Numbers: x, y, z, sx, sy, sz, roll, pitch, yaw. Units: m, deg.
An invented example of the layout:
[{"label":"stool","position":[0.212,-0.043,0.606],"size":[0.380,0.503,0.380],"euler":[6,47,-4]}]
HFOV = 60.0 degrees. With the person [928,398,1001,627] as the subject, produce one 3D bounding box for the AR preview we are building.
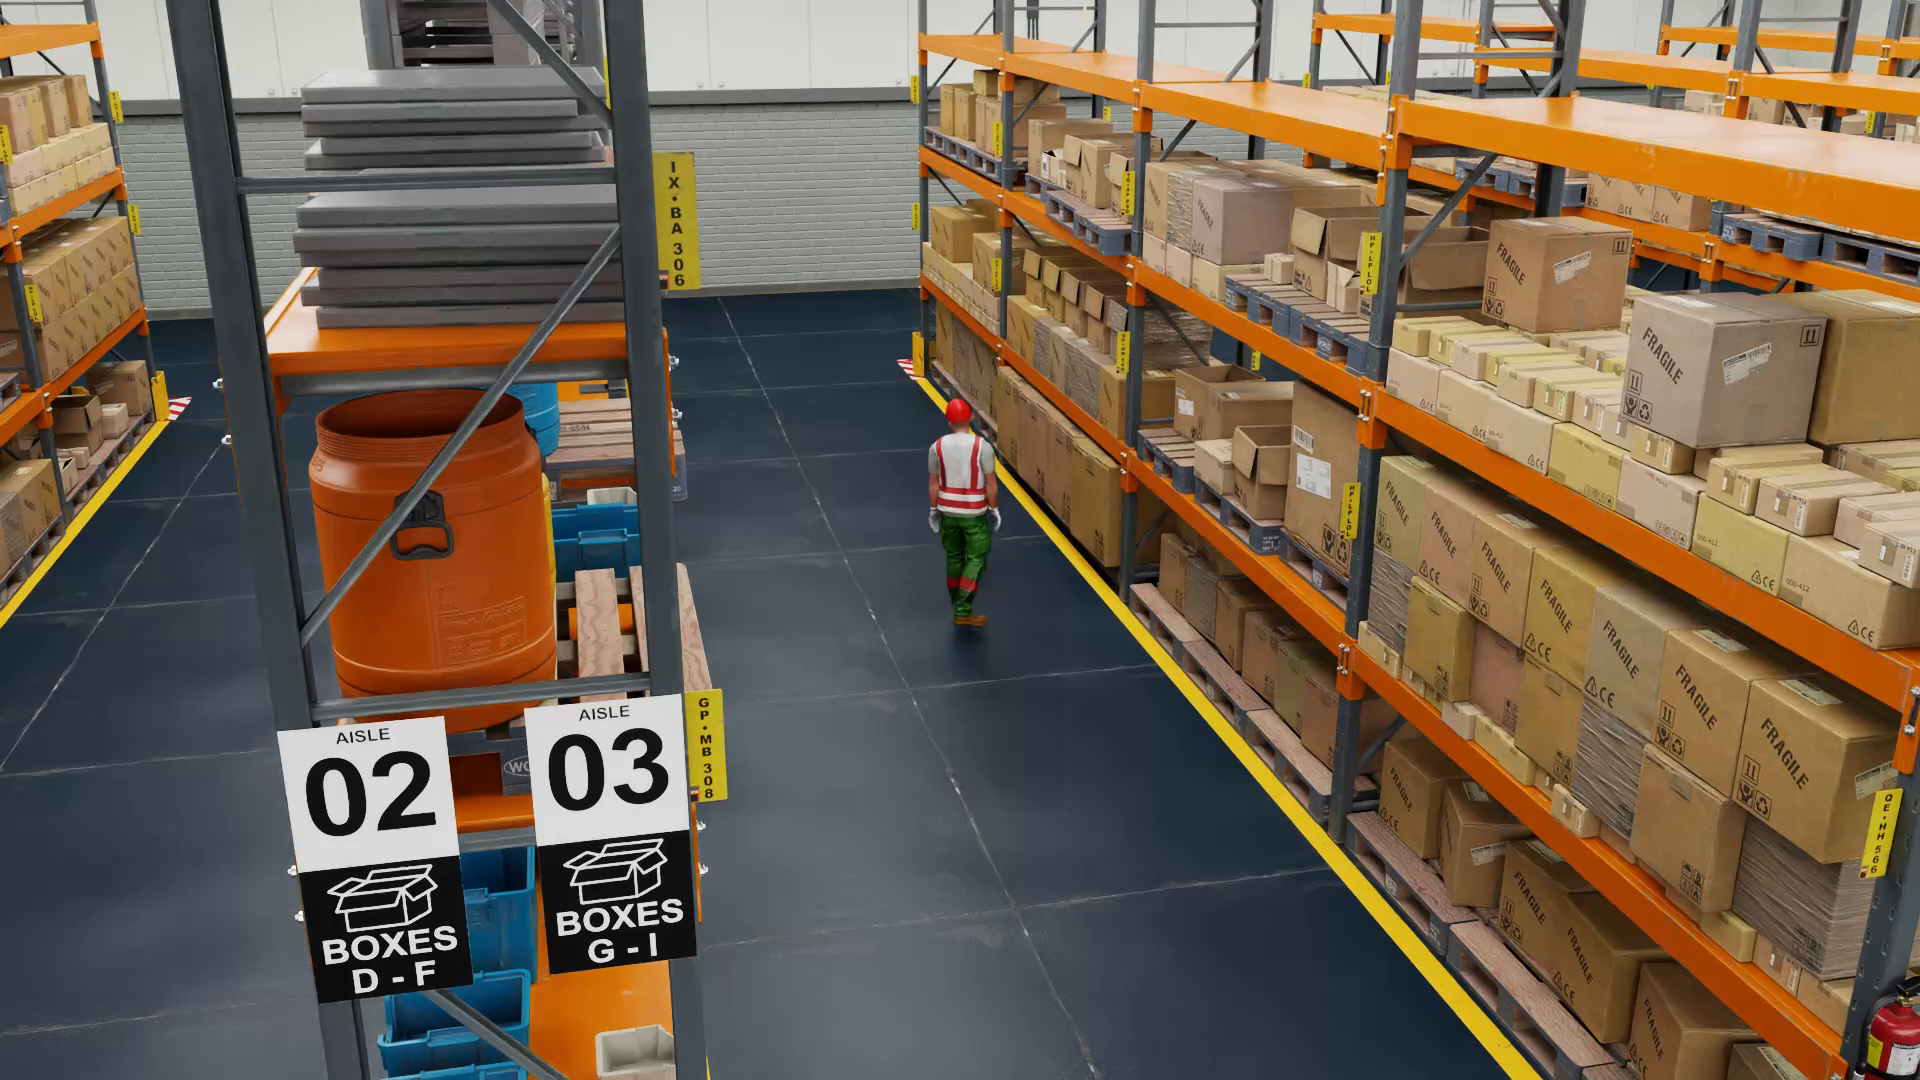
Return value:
[{"label":"person","position":[0.018,-0.191,12.895],"size":[0.574,1.781,0.685],"euler":[6,20,18]}]
